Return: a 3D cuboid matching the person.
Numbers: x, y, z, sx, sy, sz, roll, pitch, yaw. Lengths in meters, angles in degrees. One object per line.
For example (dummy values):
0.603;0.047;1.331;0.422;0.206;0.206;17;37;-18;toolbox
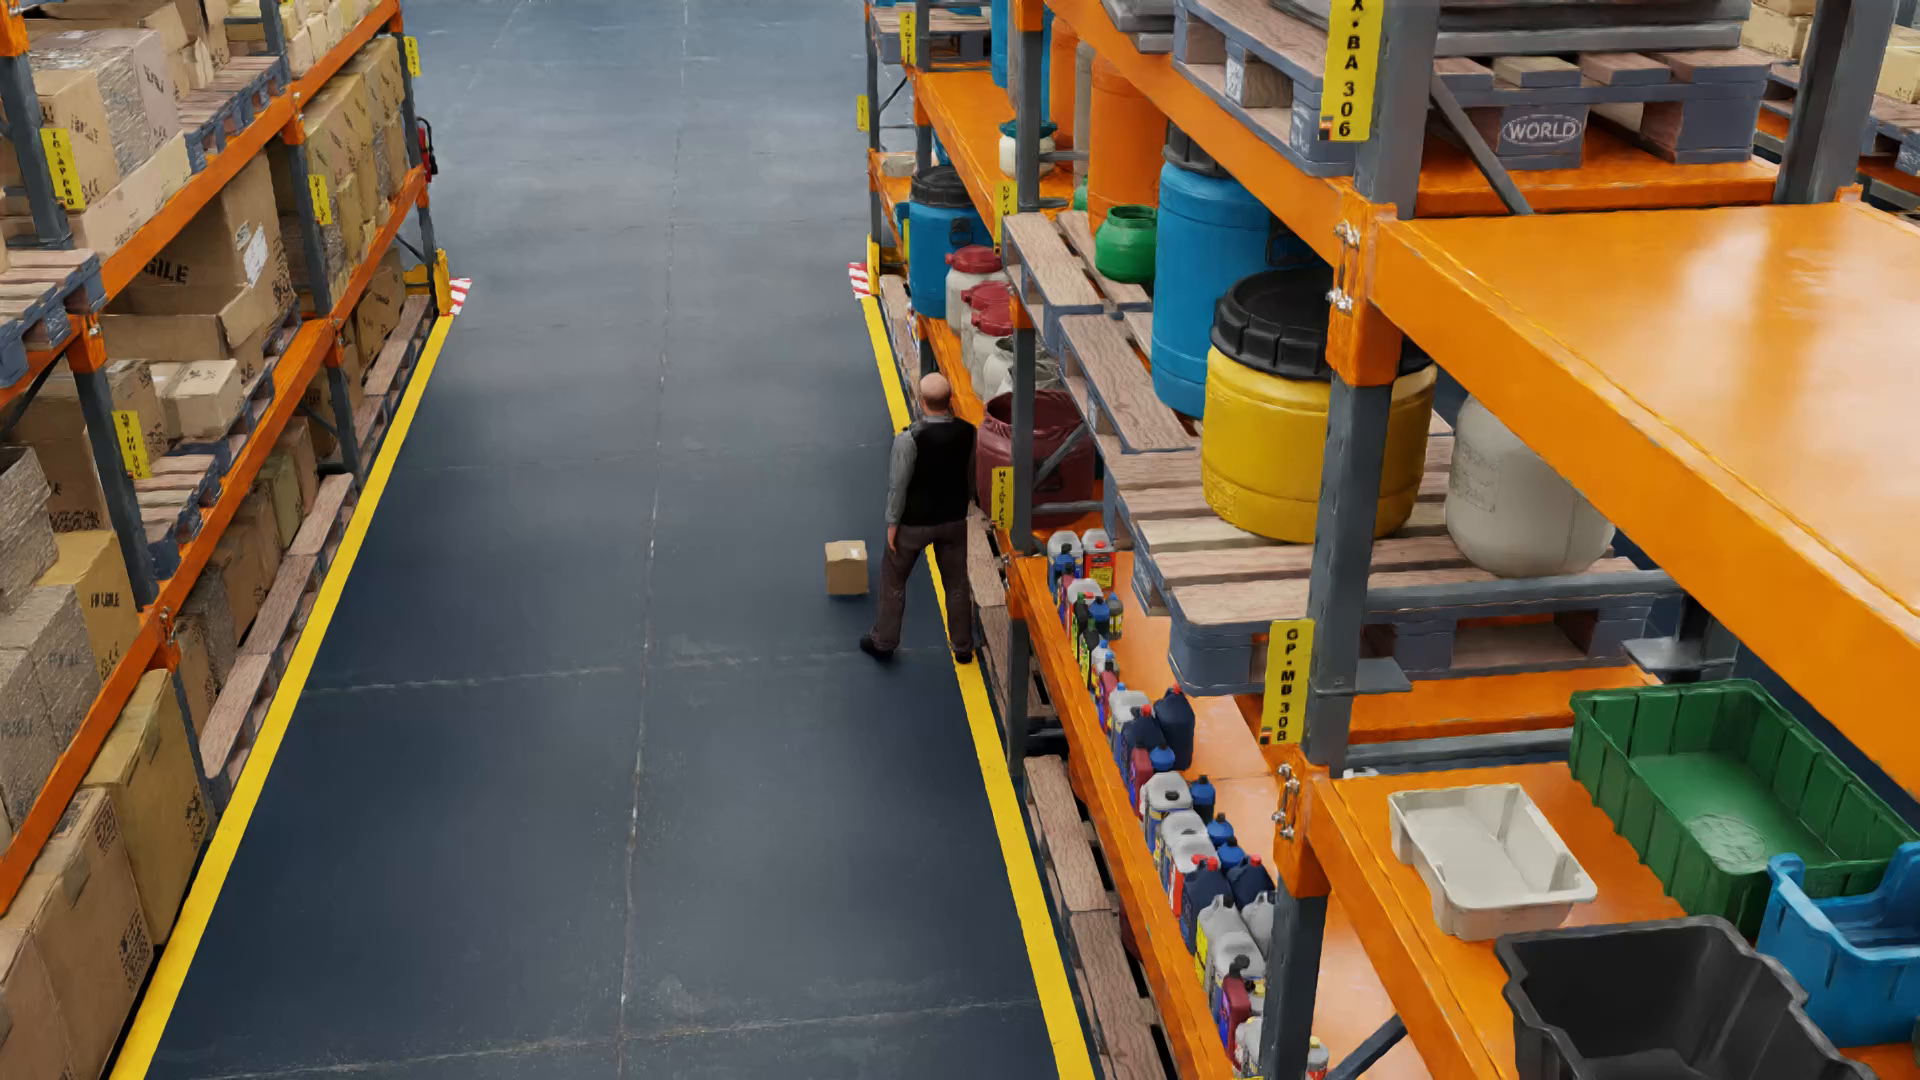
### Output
-0.209;-0.120;9.331;0.655;1.715;0.533;-12;29;-22;person
